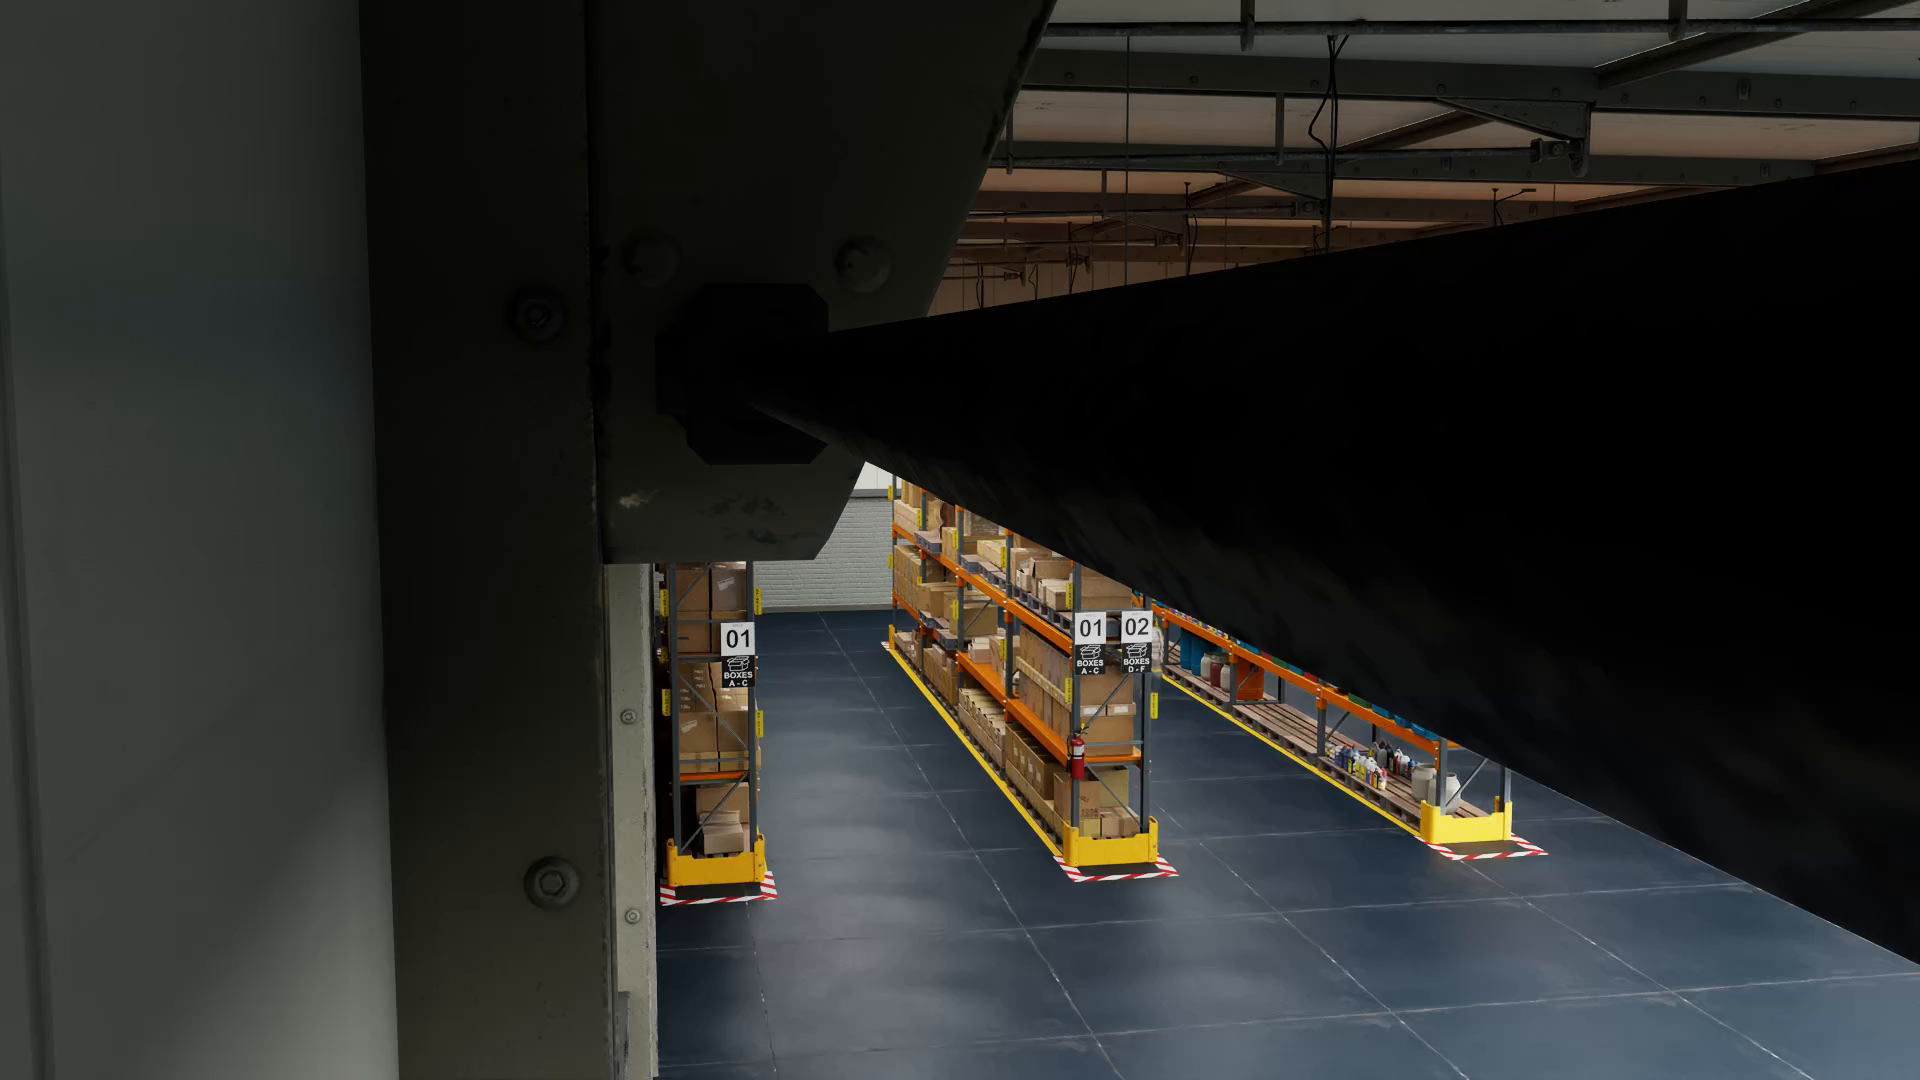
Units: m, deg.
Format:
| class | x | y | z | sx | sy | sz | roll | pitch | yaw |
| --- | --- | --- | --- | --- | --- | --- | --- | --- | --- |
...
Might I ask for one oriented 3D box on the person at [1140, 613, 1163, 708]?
| class | x | y | z | sx | sy | sz | roll | pitch | yaw |
| --- | --- | --- | --- | --- | --- | --- | --- | --- | --- |
| person | 3.483 | 2.199 | 30.531 | 0.594 | 1.753 | 0.753 | -1 | 6 | -9 |
